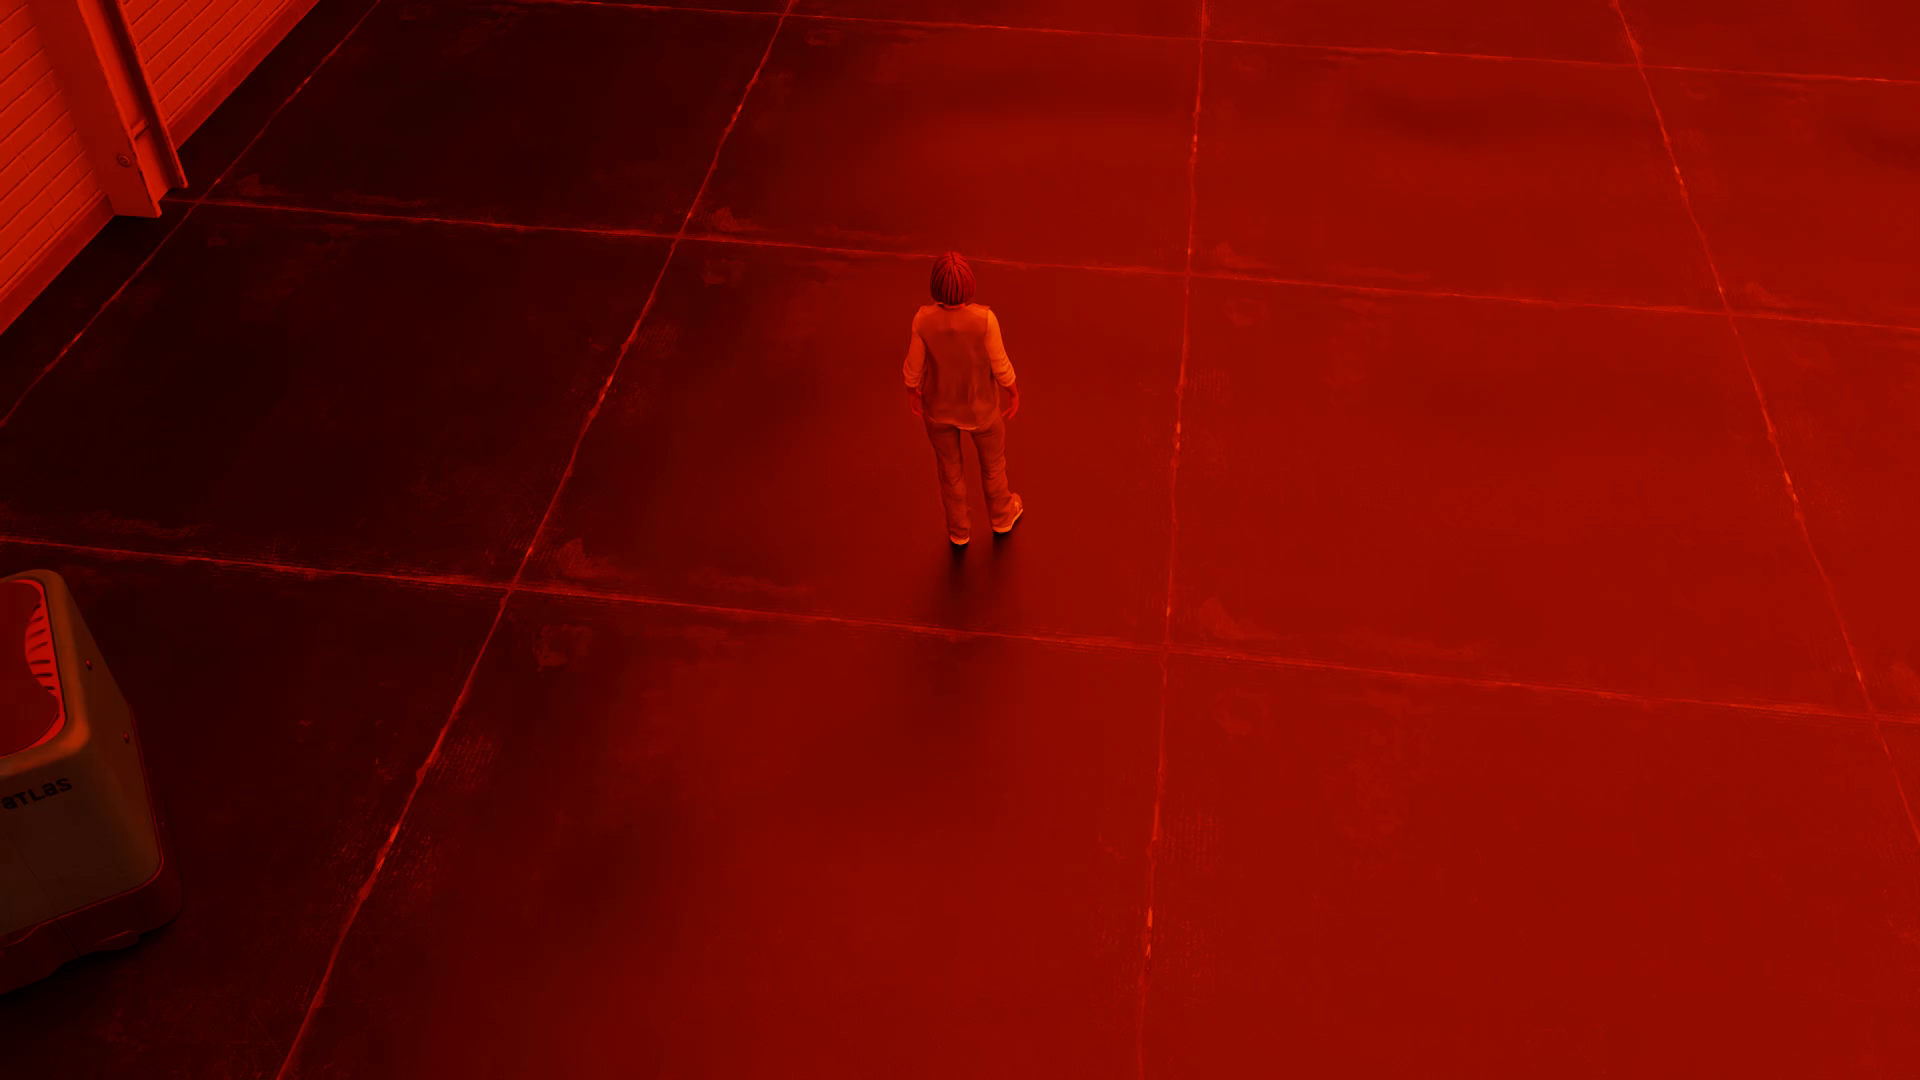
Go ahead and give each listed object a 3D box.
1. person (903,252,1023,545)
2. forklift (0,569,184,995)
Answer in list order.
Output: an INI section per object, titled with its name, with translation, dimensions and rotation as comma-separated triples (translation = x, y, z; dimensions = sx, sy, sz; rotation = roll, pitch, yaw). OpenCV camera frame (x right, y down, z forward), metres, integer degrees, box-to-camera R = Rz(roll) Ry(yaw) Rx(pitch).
[person]
translation = 0.024, -0.643, 7.398
dimensions = 0.520, 1.599, 0.473
rotation = 5, 43, 6
[forklift]
translation = -4.484, 0.549, 5.127
dimensions = 3.031, 2.935, 1.130
rotation = -20, 46, -20
